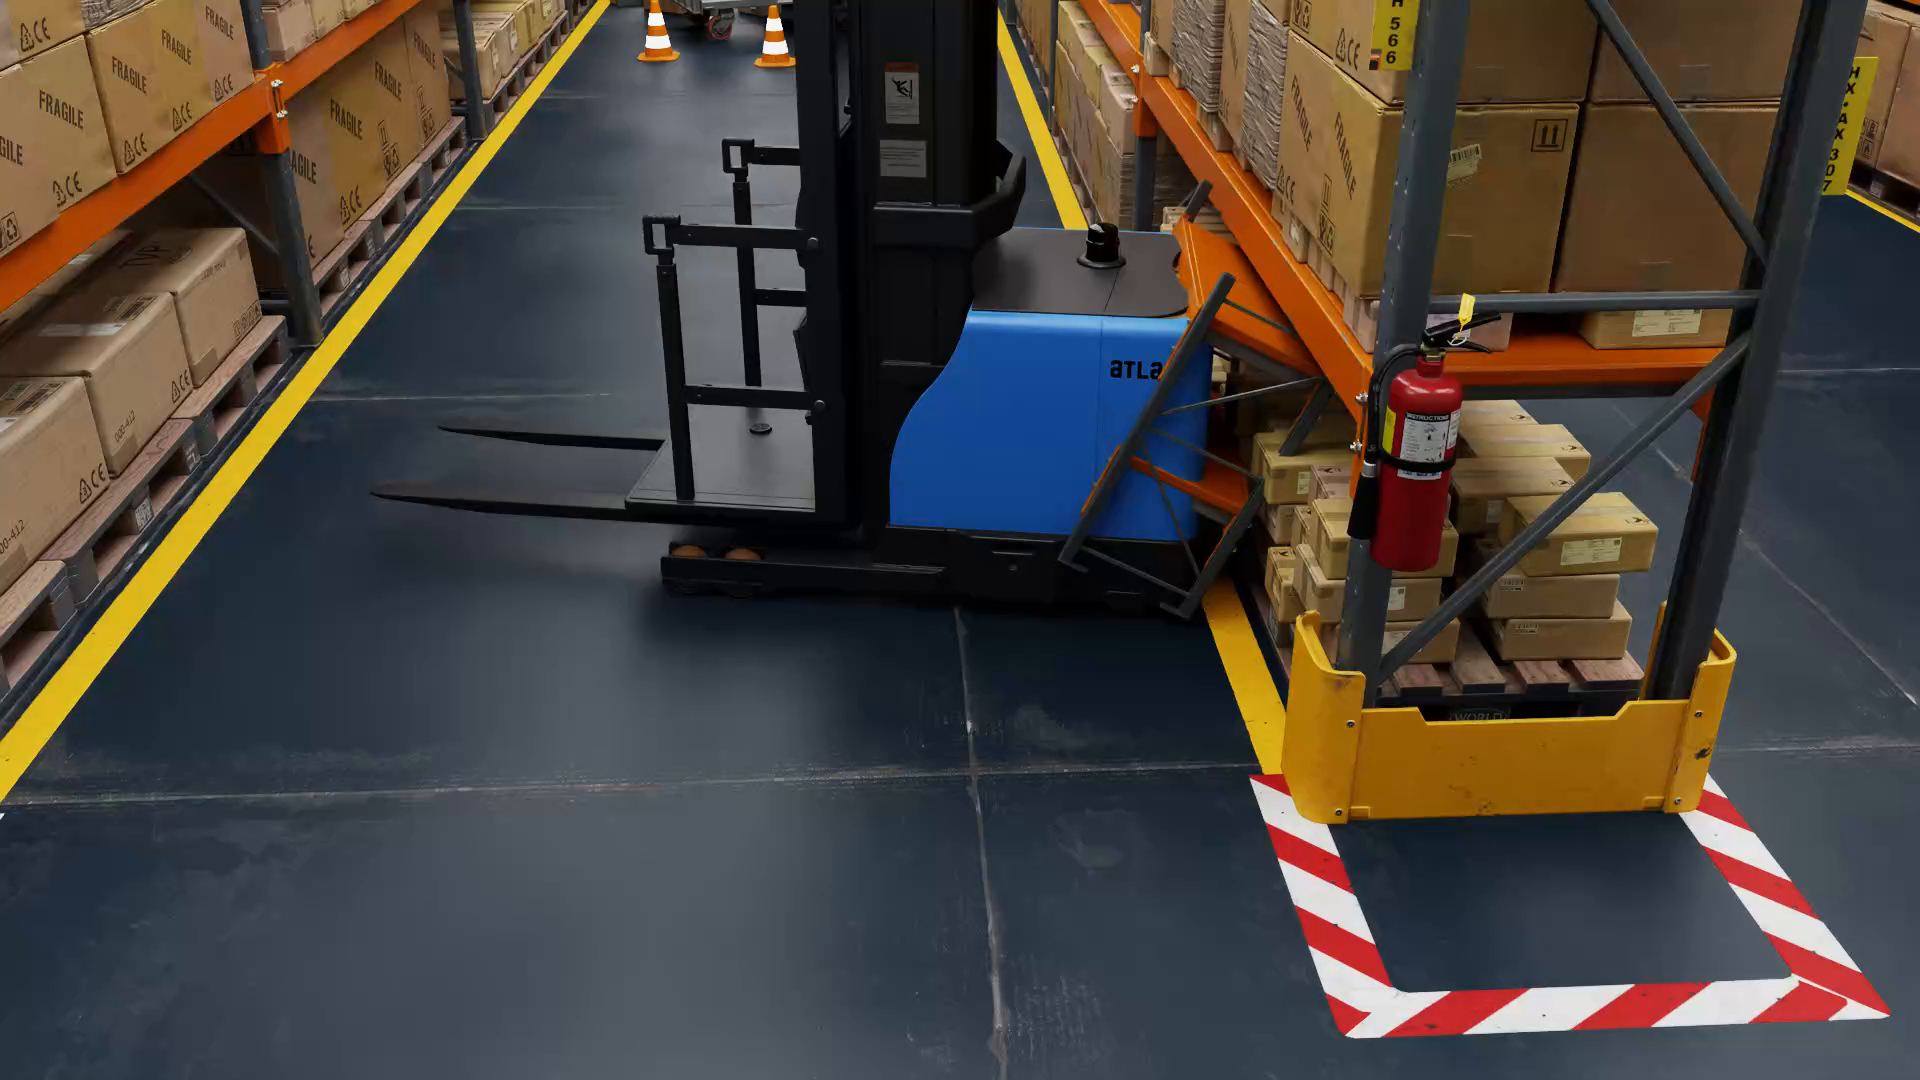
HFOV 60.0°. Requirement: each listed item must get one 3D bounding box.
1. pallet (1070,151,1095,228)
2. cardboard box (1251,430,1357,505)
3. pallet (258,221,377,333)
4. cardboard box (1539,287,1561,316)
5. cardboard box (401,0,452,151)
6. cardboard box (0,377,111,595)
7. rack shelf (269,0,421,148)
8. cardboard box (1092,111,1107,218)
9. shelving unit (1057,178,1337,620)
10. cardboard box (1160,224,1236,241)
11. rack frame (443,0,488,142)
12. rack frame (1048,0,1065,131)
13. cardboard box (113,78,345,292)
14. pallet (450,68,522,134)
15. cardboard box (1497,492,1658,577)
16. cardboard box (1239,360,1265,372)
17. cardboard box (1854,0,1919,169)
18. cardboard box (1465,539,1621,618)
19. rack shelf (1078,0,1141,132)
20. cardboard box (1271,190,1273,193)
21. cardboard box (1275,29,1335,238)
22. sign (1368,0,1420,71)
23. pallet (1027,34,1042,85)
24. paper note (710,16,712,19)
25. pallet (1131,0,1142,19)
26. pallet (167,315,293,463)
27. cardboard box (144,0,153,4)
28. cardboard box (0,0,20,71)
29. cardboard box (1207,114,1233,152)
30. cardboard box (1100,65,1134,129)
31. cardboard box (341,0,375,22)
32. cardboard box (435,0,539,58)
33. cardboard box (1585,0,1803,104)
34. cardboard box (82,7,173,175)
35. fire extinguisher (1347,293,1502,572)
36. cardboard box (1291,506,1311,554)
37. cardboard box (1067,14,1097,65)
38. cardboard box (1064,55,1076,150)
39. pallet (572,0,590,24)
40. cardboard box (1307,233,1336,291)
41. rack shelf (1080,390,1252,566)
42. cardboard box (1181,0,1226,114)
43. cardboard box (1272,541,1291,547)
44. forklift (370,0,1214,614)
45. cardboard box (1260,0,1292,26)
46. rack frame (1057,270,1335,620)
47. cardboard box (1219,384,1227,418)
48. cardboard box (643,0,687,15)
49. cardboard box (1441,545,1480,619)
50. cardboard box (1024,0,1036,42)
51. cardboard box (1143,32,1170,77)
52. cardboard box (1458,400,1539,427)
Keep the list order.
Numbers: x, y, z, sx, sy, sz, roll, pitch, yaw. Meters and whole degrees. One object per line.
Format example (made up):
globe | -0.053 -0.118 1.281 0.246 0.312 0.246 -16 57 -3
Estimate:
pallet | 1.232 -2.118 10.082 1.003 0.211 1.213 -1 28 -3
cardboard box | 1.173 -0.241 5.453 0.380 0.149 0.250 -2 28 -4
pallet | -3.713 -1.382 8.671 1.003 0.211 1.213 -1 28 -3
cardboard box | 1.806 -0.745 4.707 0.380 0.149 0.250 0 28 -1
cardboard box | -3.853 -3.034 10.667 0.875 0.875 0.875 -2 28 -3
cardboard box | -3.579 -0.191 5.689 0.875 0.438 0.875 -1 28 -1
rack shelf | -3.702 -2.868 9.283 1.077 0.370 4.000 -1 28 -3
cardboard box | 1.024 -2.080 9.244 0.500 0.500 0.500 -2 28 -4
shelving unit | 0.826 -0.516 5.824 0.538 1.125 1.048 24 27 -9
cardboard box | 1.107 -1.323 7.528 0.380 0.149 0.250 0 28 0
rack frame | -3.806 -4.111 10.888 1.000 3.000 0.127 -1 28 -3
rack frame | 1.132 -4.277 11.207 1.000 3.000 0.127 -1 28 -3
cardboard box | -3.709 -1.792 8.286 0.875 0.875 0.875 -1 28 -1
pallet | -3.845 -3.235 12.225 1.003 0.211 1.213 -1 28 -3
cardboard box | 1.862 -0.019 5.027 0.380 0.149 0.250 -3 28 -5
cardboard box | 1.250 -0.609 6.159 0.380 0.149 0.250 -2 28 -4
cardboard box | 6.145 -2.863 10.339 1.225 0.875 0.875 -1 28 -2
cardboard box | 1.779 0.115 5.092 0.380 0.149 0.250 0 28 0
rack shelf | 1.236 -3.034 9.602 1.077 0.370 4.000 -1 28 -3
cardboard box | 1.271 -1.212 5.601 0.380 0.149 0.250 -3 28 -5
cardboard box | 1.247 -1.198 4.873 0.500 0.500 0.500 -2 28 -3
sign | 0.994 -1.232 3.774 0.100 0.325 0.005 -1 28 -3
pallet | 1.105 -3.968 13.631 1.003 0.211 1.213 -1 28 -3
paper note | -2.339 -4.927 15.665 0.148 0.019 0.142 -1 28 -3
pallet | 1.446 -2.701 8.393 1.003 0.211 1.213 -1 28 -3
pallet | -3.636 -0.674 7.314 1.003 0.211 1.213 -1 28 -3
cardboard box | -3.278 -2.305 6.237 0.500 0.500 0.500 -2 28 -3
cardboard box | -3.198 -1.608 4.901 0.500 0.500 0.500 -2 28 -3
cardboard box | 1.146 -1.573 6.293 0.380 0.149 0.250 0 28 0
cardboard box | 1.036 -2.416 9.076 0.500 0.250 0.500 0 28 0
cardboard box | -3.396 -2.883 8.695 0.500 0.250 0.500 -2 28 -3
cardboard box | -3.906 -4.084 13.224 0.950 0.372 0.625 0 28 -1
cardboard box | 1.791 -1.416 4.210 0.500 0.500 0.500 -2 28 -3
cardboard box | -3.244 -1.630 6.024 0.500 0.500 0.500 -2 28 -3
fire extinguisher | 1.102 -0.255 3.983 0.296 0.674 0.183 -1 28 -3
cardboard box | 1.277 0.005 5.304 0.380 0.149 0.250 -2 28 -4
cardboard box | 0.953 -3.129 10.443 0.500 0.250 0.500 -2 28 -3
cardboard box | 0.944 -2.790 10.604 0.500 0.500 0.500 -1 28 -2
pallet | -4.085 -5.031 15.668 1.003 0.211 1.213 -1 28 -3
cardboard box | 1.247 -0.846 4.900 0.380 0.149 0.250 -2 28 -3
rack shelf | 0.721 -0.324 5.934 0.538 0.278 1.000 24 27 -9
cardboard box | 1.138 -1.909 6.237 0.500 0.500 0.500 -2 28 -4
cardboard box | 1.272 0.017 5.603 0.380 0.149 0.250 -2 28 -3
forklift | -0.622 -1.337 5.644 3.031 2.935 1.130 3 28 7
cardboard box | 1.215 -1.881 5.102 0.500 0.500 0.500 0 28 0
rack frame | 0.793 -0.277 5.376 0.500 1.125 0.032 24 27 -9
cardboard box | 1.173 -0.471 6.216 0.380 0.149 0.250 0 28 0
cardboard box | -2.712 -5.378 16.019 0.500 0.500 0.500 19 33 32
cardboard box | 1.747 0.127 5.392 0.380 0.149 0.250 -1 28 -3
cardboard box | 1.092 -4.583 13.772 1.050 0.750 0.750 -1 28 -3
cardboard box | 1.029 -2.180 7.457 0.380 0.149 0.250 0 28 -1
cardboard box | 1.746 -0.375 5.711 0.380 0.149 0.250 -3 28 -5
